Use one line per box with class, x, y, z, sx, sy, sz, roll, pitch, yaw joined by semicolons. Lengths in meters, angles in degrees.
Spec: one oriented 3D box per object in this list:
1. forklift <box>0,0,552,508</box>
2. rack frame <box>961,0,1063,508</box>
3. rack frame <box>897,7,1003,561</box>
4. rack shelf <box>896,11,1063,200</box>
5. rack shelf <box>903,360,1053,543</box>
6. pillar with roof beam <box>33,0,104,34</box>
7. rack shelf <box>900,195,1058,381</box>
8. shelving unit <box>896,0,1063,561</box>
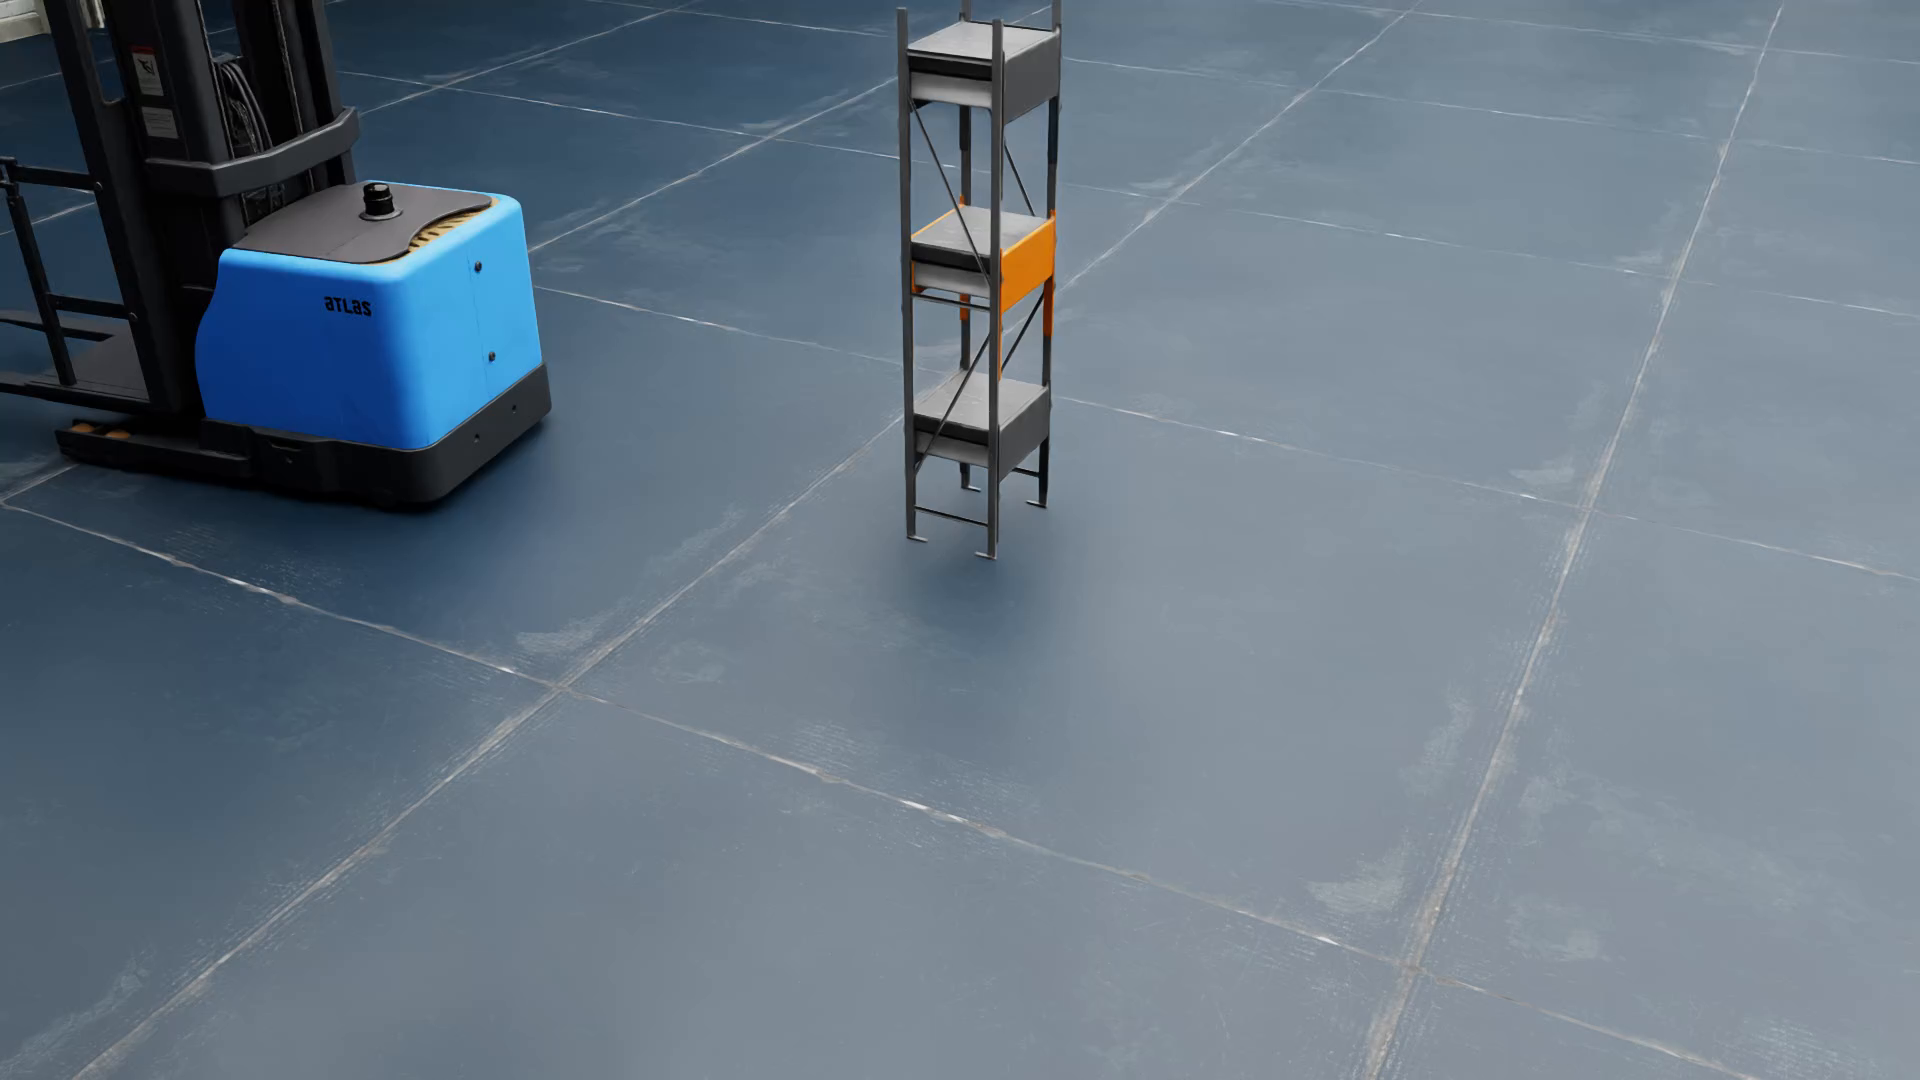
forklift;-3.455;-1.827;6.988;3.031;2.935;1.130;9;31;15
rack frame;0.187;-1.092;6.543;0.400;2.100;0.015;14;33;23
rack frame;-0.036;-0.876;6.167;0.400;2.100;0.015;14;33;23
rack shelf;0.075;-1.579;6.013;0.431;0.518;0.480;14;33;23
rack shelf;0.075;-0.365;6.710;0.431;0.518;0.480;14;33;23
pillar with roof beam;-3.898;-7.375;10.556;9.100;9.000;0.400;14;33;23
rack shelf;0.075;-0.972;6.362;0.431;0.518;0.480;14;33;23
shelving unit;0.075;-0.984;6.355;0.431;2.100;0.503;14;33;23
